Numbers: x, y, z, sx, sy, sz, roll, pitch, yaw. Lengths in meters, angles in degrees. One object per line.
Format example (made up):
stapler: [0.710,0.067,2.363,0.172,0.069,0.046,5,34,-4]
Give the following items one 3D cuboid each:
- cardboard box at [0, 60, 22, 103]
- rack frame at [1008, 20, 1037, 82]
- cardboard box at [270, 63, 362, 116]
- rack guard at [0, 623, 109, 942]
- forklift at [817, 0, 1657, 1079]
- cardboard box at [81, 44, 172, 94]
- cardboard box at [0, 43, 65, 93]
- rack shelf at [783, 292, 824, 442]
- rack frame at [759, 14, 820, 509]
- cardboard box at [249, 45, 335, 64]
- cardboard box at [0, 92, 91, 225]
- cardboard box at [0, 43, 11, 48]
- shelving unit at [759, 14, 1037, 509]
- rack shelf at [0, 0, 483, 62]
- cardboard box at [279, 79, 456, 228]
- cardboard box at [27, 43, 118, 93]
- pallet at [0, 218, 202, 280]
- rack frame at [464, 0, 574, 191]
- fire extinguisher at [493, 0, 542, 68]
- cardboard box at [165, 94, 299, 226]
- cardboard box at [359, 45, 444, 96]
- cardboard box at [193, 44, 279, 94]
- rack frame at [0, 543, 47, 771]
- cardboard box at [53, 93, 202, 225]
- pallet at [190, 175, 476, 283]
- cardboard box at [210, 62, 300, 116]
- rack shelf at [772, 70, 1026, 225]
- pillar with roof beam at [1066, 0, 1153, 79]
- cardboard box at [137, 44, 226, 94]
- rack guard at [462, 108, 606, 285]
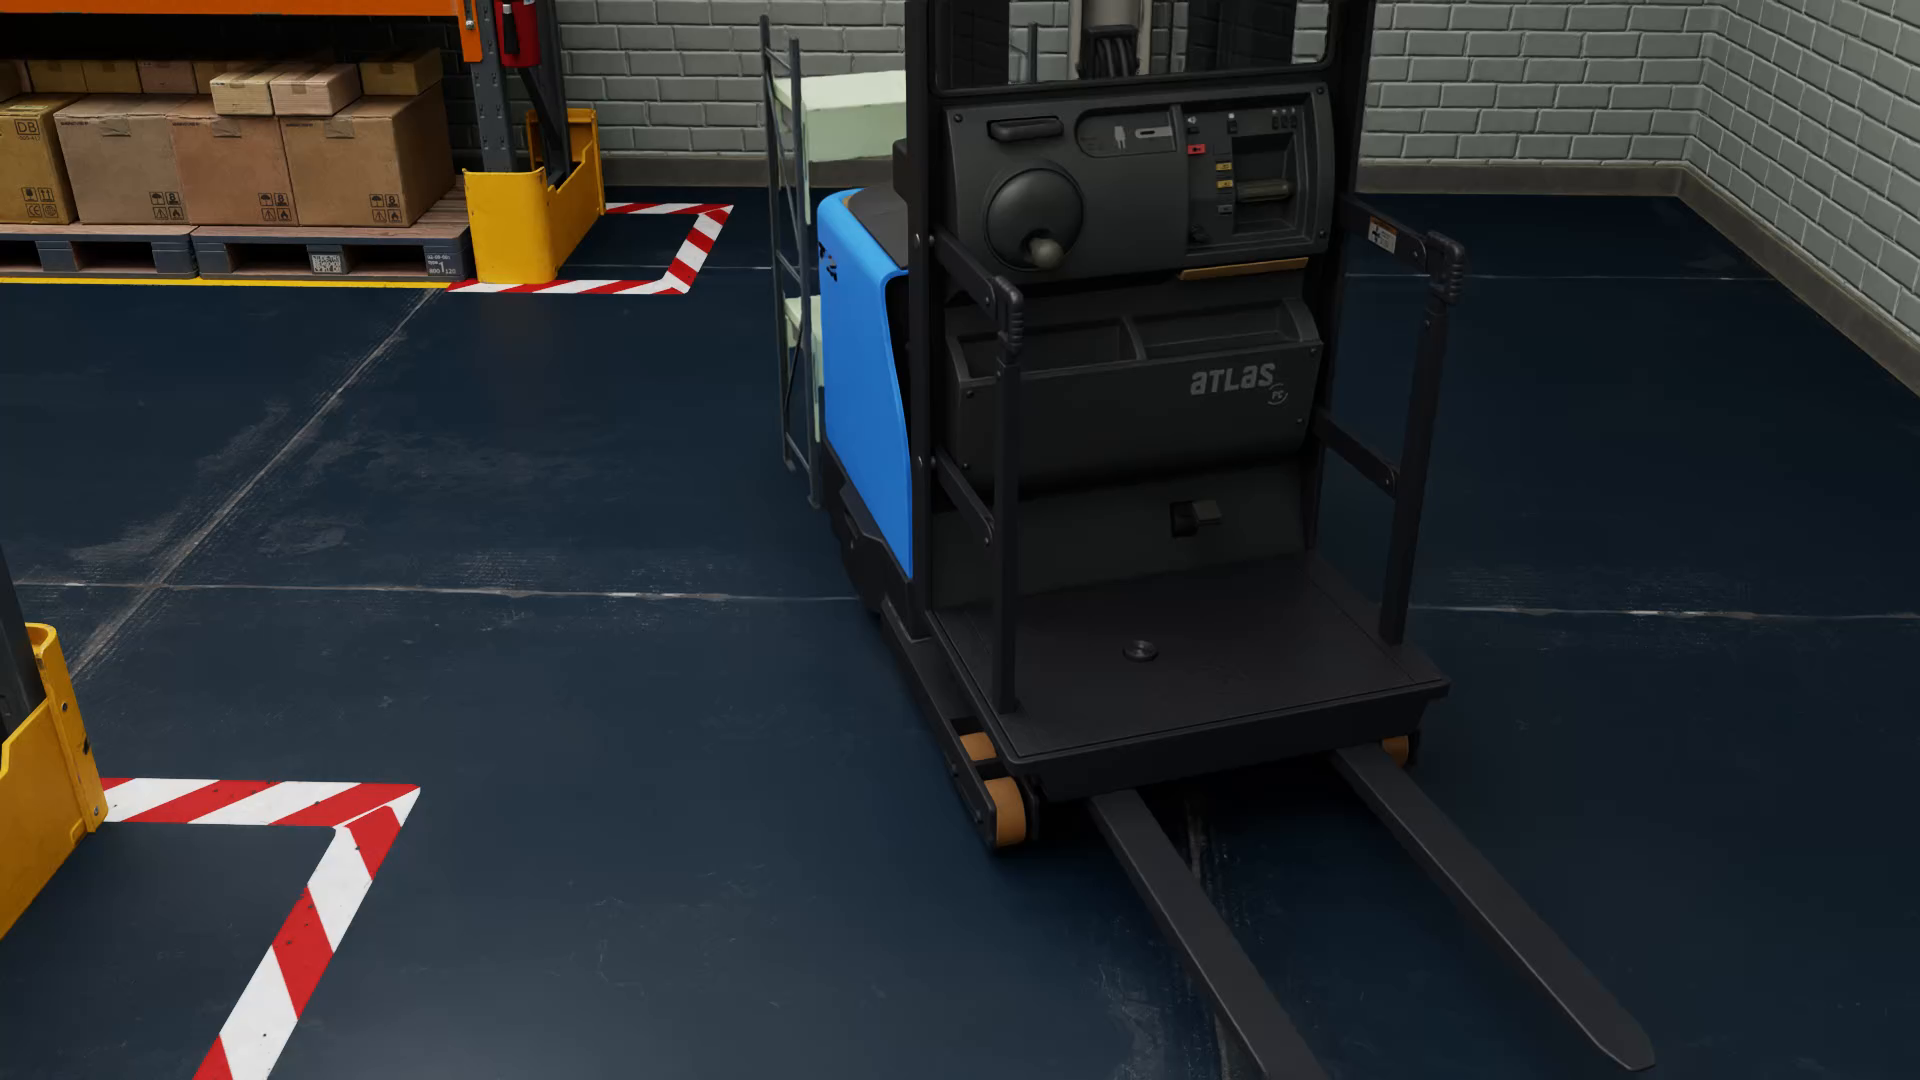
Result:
cardboard box: [-4.391,-2.011,7.368,0.250,0.149,0.380,0,28,0]
rack frame: [0.154,-0.968,5.475,0.023,1.500,0.400,-9,29,-17]
cardboard box: [-2.833,-1.986,7.322,0.250,0.149,0.380,1,28,1]
rack guard: [-2.242,0.685,3.424,0.348,0.500,1.175,1,28,2]
forklift: [0.489,-0.785,3.601,1.130,2.935,3.031,-8,29,-15]
cardboard box: [-3.833,-2.181,7.690,0.250,0.149,0.380,1,28,2]
cardboard box: [-4.344,-2.189,7.705,0.250,0.149,0.380,1,28,2]
rack shelf: [-0.191,-0.623,5.519,0.720,0.370,0.431,-9,29,-17]
rack frame: [-0.536,-0.853,5.258,0.023,1.500,0.400,-9,29,-17]
cardboard box: [-3.072,-2.169,7.667,0.250,0.149,0.380,1,28,2]
cardboard box: [-4.234,-1.804,7.672,0.500,0.500,0.700,2,28,3]
cardboard box: [-4.596,-2.194,7.714,0.250,0.149,0.380,0,28,0]
shelving unit: [-0.191,-0.911,5.366,0.755,1.500,0.431,-9,29,-17]
rack shelf: [-3.994,-2.452,7.441,4.000,0.370,1.077,1,28,2]
cardboard box: [-2.698,-1.783,7.631,0.500,0.500,0.700,1,28,2]
cardboard box: [-4.086,-2.185,7.698,0.250,0.149,0.380,0,28,1]
pallet: [-4.013,-1.503,7.860,1.213,0.211,1.003,1,28,2]
rack frame: [-1.995,-2.737,7.210,0.127,3.000,1.000,1,28,2]
fire extinguisher: [-1.860,-2.319,6.904,0.183,0.674,0.296,1,28,2]
cardboard box: [-3.198,-1.791,7.646,0.500,0.500,0.700,1,28,2]
cardboard box: [-2.566,-2.161,7.652,0.250,0.149,0.380,1,28,2]
cardboard box: [-3.322,-2.173,7.675,0.250,0.149,0.380,1,28,2]
rack frame: [-2.166,-0.418,2.836,0.127,3.000,1.000,1,28,2]
cardboard box: [-3.701,-1.799,7.661,0.500,0.500,0.700,0,28,0]
pallet: [-2.797,-1.481,7.819,1.213,0.211,1.003,1,28,2]
cardboard box: [-3.088,-1.990,7.329,0.250,0.149,0.380,2,28,3]
rack shelf: [-0.191,-1.255,5.184,0.720,0.370,0.431,-9,29,-17]
pillar with roof beam: [0.582,-3.733,2.683,0.400,9.000,9.100,1,28,2]
cardboard box: [-3.577,-2.177,7.682,0.250,0.149,0.380,1,28,3]
rack guard: [-1.971,-1.632,7.795,0.348,0.500,1.175,1,28,2]
